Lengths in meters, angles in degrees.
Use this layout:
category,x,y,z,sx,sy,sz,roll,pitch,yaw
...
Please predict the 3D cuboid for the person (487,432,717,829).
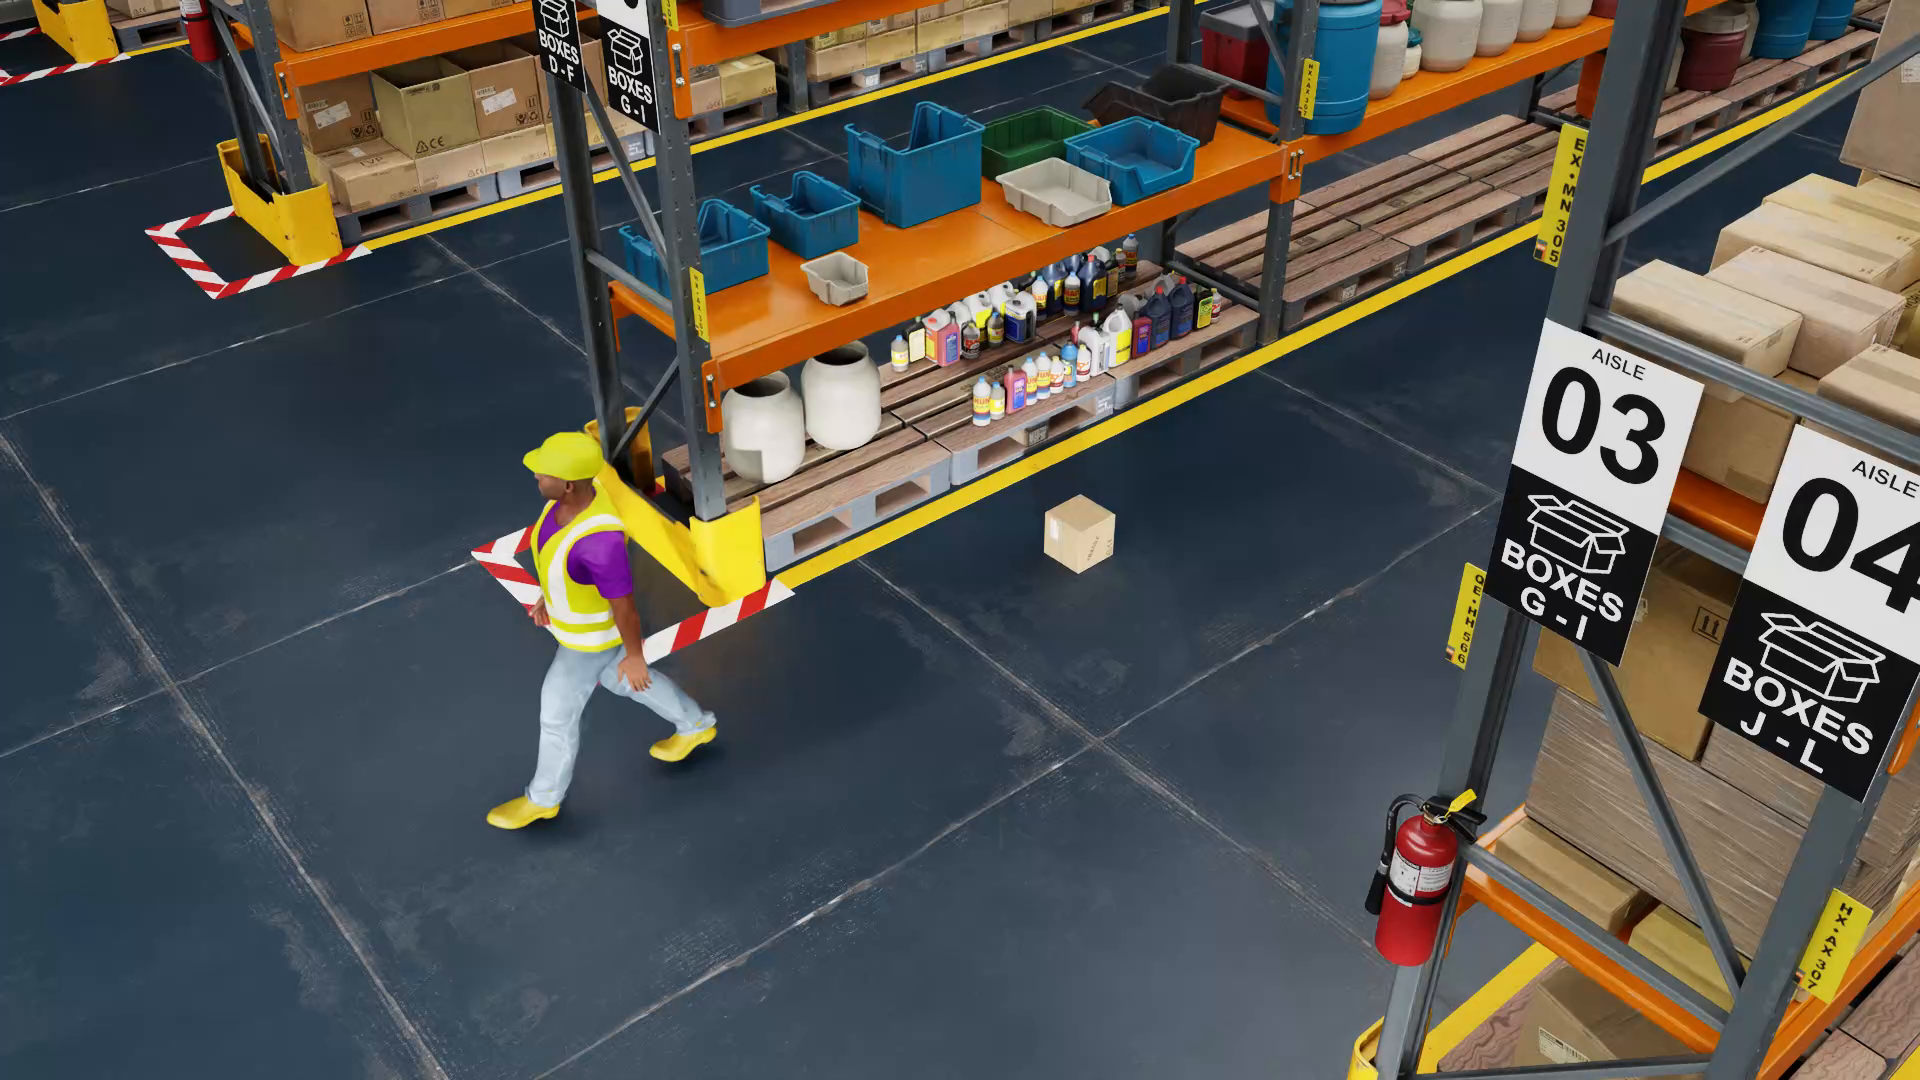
category,x,y,z,sx,sy,sz,roll,pitch,yaw
person,-1.517,0.325,6.611,1.015,1.726,0.612,-13,38,-17
